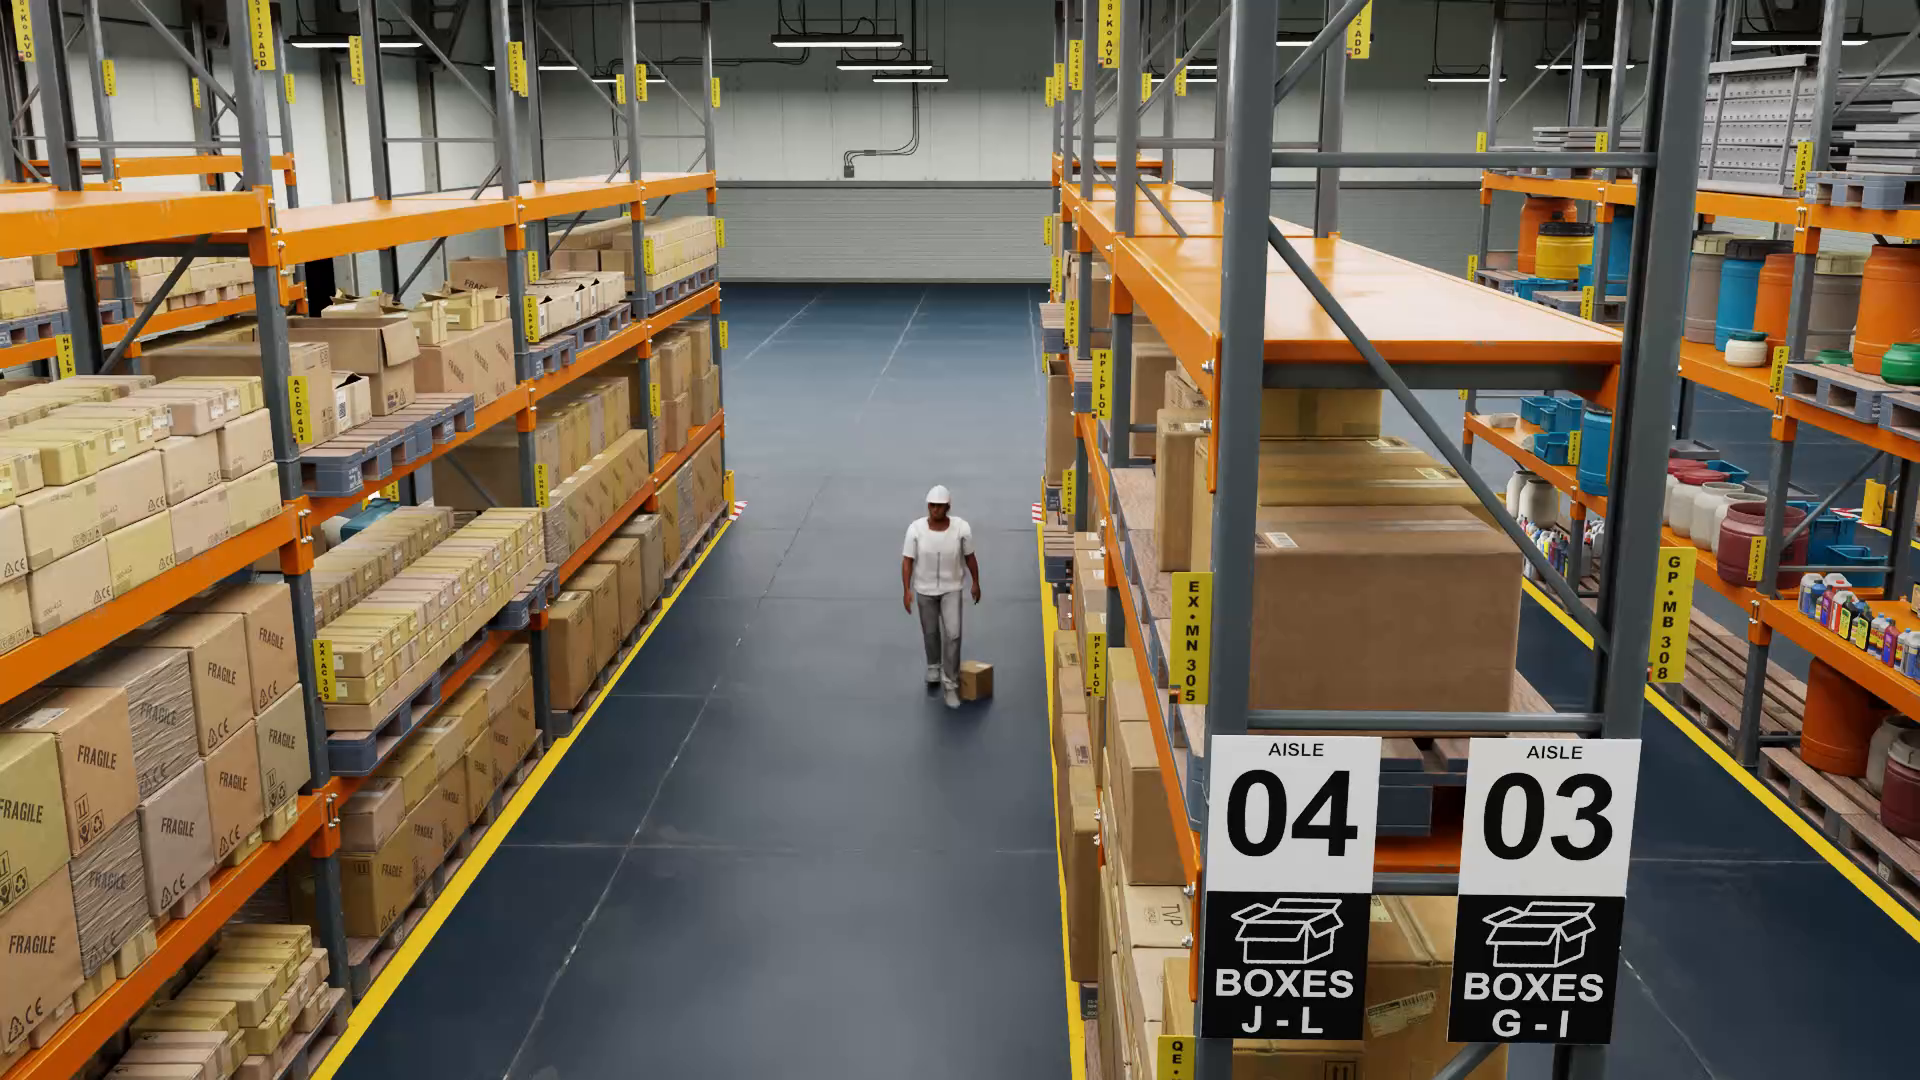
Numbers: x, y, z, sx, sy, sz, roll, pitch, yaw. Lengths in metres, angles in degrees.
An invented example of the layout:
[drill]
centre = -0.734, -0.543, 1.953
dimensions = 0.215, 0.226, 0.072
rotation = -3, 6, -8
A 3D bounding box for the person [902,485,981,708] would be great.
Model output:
[person]
centre = -0.158, 0.440, 13.730
dimensions = 0.634, 1.811, 0.780
rotation = 1, 14, 4
